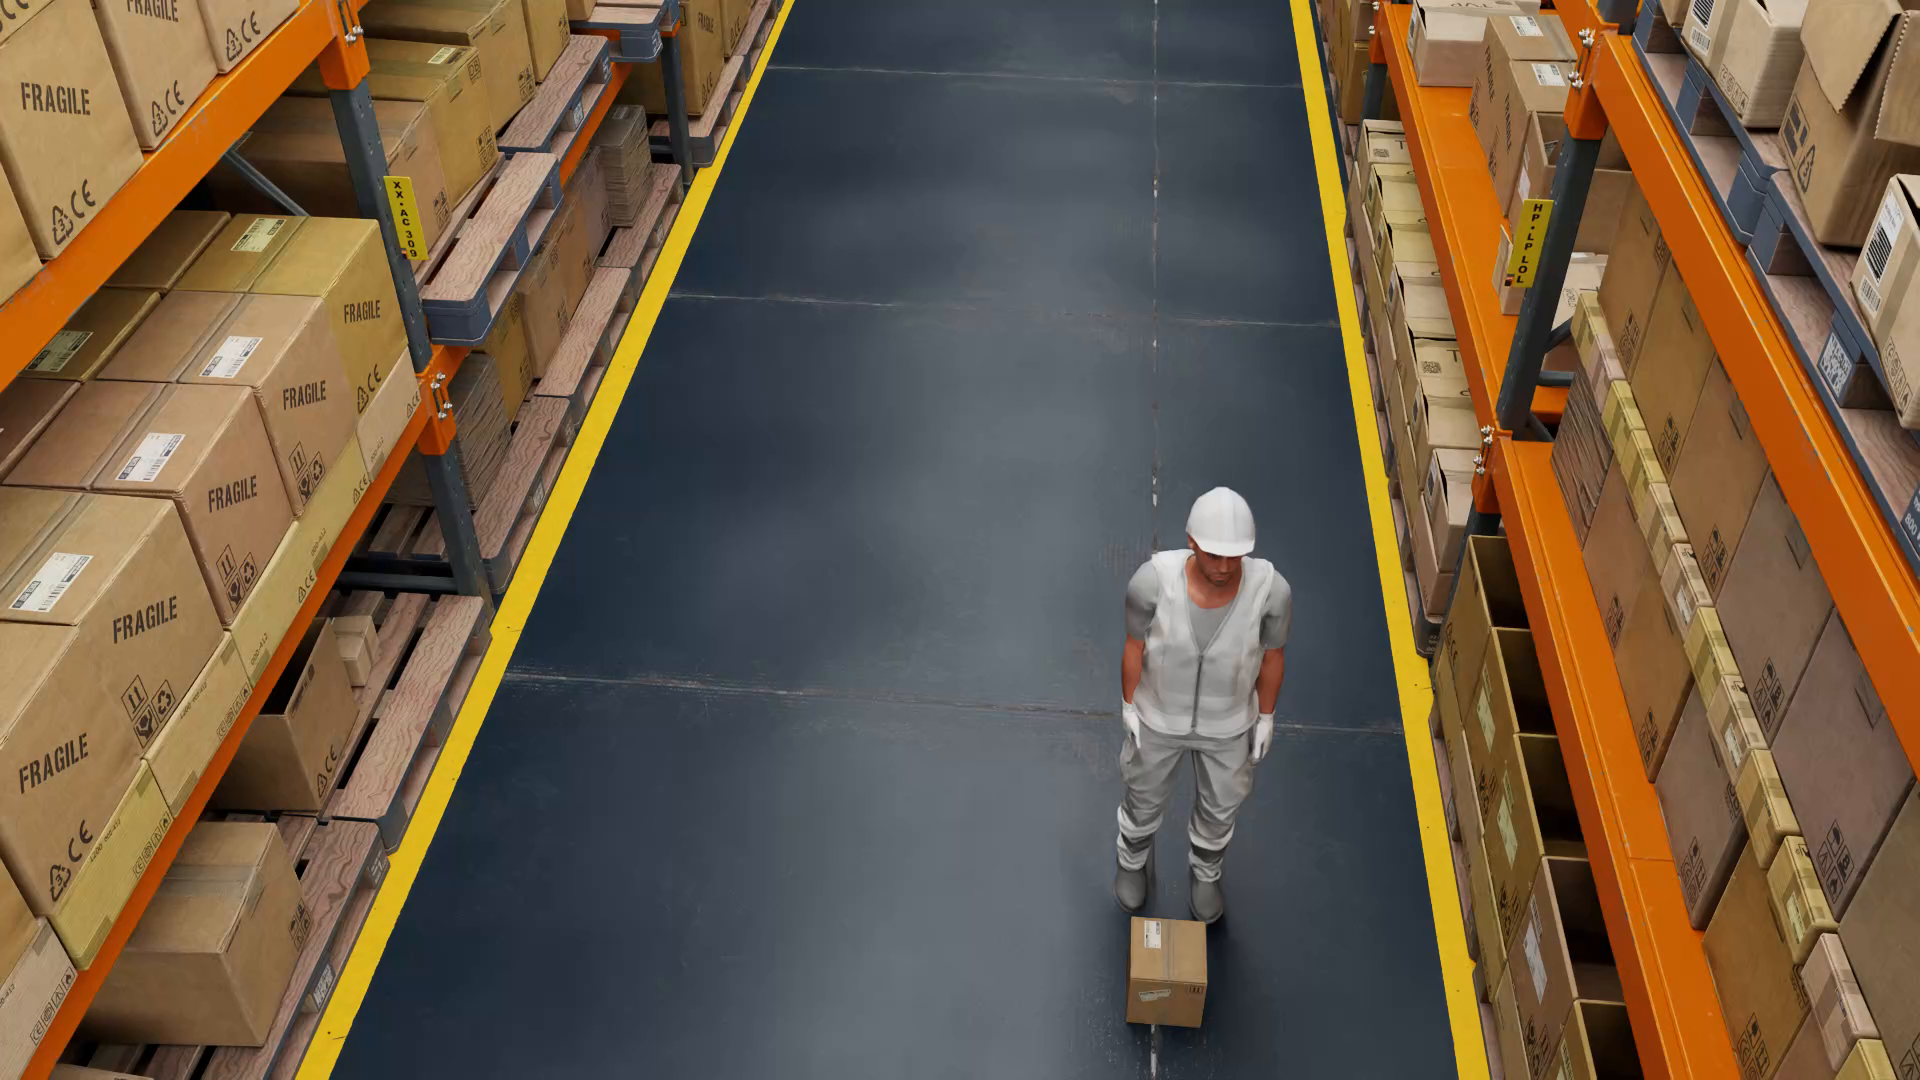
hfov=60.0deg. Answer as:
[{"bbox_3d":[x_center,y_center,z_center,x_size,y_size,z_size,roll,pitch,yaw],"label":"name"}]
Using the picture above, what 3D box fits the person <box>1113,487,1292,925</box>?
[{"bbox_3d":[0.774,0.577,5.456,0.524,1.799,0.350,4,40,5],"label":"person"}]
